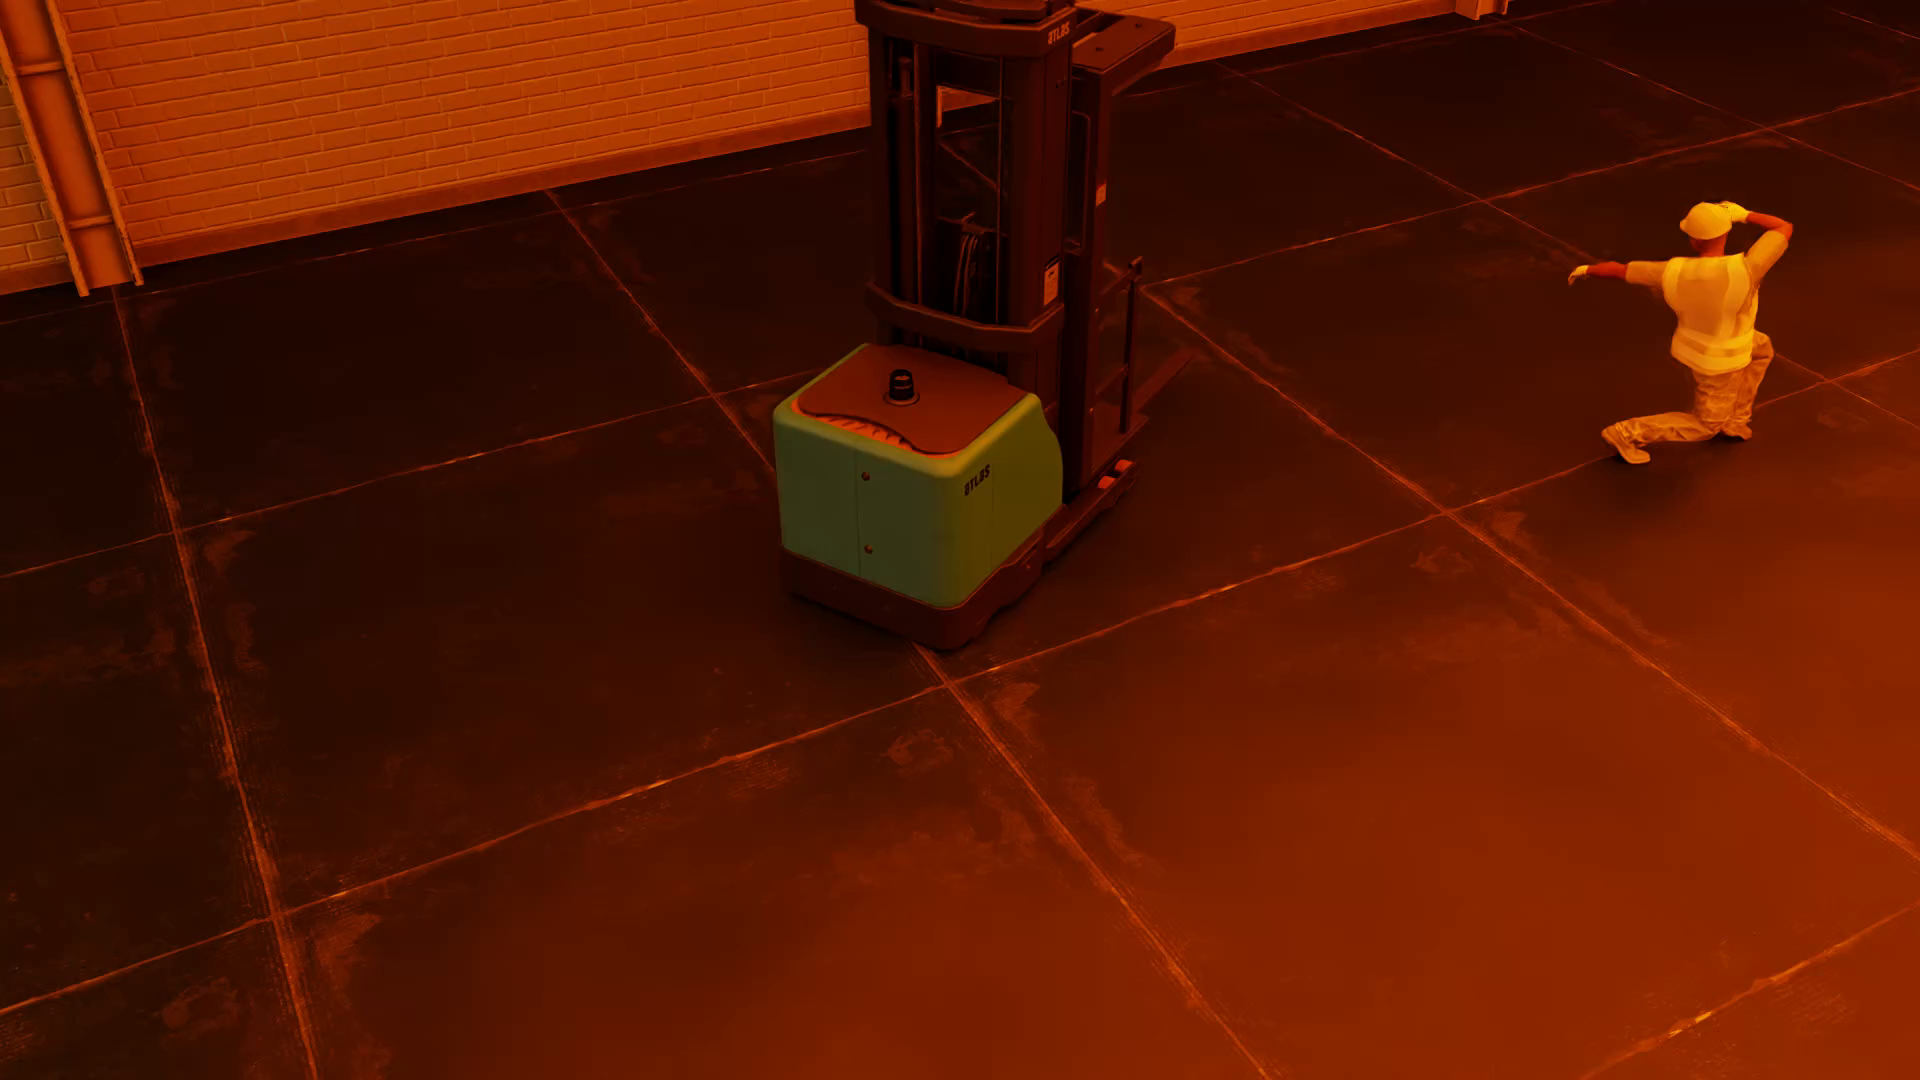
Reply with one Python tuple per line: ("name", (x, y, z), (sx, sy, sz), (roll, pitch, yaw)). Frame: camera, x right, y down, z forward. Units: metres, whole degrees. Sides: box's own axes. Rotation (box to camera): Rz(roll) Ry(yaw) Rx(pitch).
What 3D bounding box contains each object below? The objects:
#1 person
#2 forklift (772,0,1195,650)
("person", (3.977, -1.244, 9.144), (0.982, 1.484, 1.000), (-12, 37, -17))
("forklift", (0.317, -1.501, 8.247), (1.130, 2.935, 3.031), (20, 40, 25))
